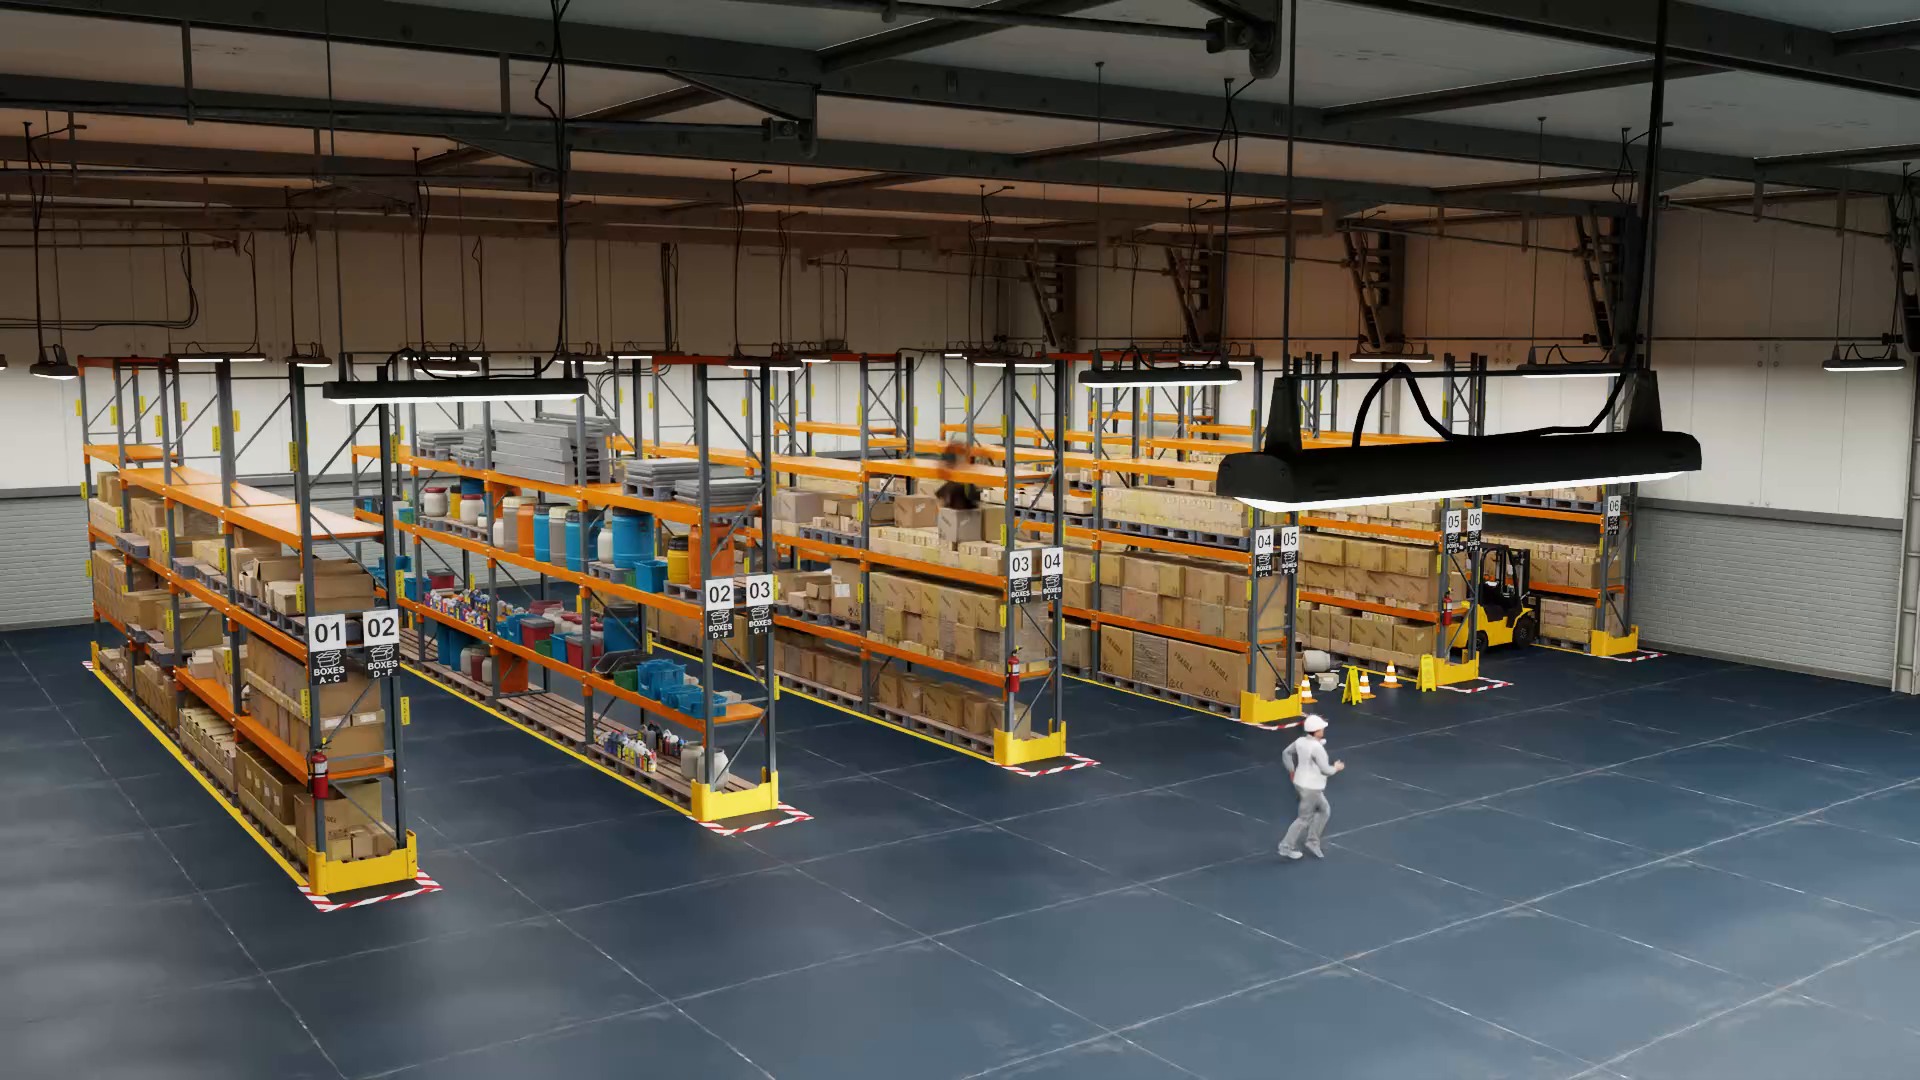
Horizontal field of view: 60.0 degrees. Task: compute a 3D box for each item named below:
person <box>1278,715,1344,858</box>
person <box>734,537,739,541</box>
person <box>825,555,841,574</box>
[{"bbox_3d":[4.256,3.021,20.165,0.827,1.822,0.620,-1,7,-10],"label":"person"},{"bbox_3d":[-5.529,0.734,39.844,0.745,1.621,0.704,-2,7,-18],"label":"person"},{"bbox_3d":[-2.644,1.149,35.839,0.591,1.670,0.640,-5,9,-38],"label":"person"}]
